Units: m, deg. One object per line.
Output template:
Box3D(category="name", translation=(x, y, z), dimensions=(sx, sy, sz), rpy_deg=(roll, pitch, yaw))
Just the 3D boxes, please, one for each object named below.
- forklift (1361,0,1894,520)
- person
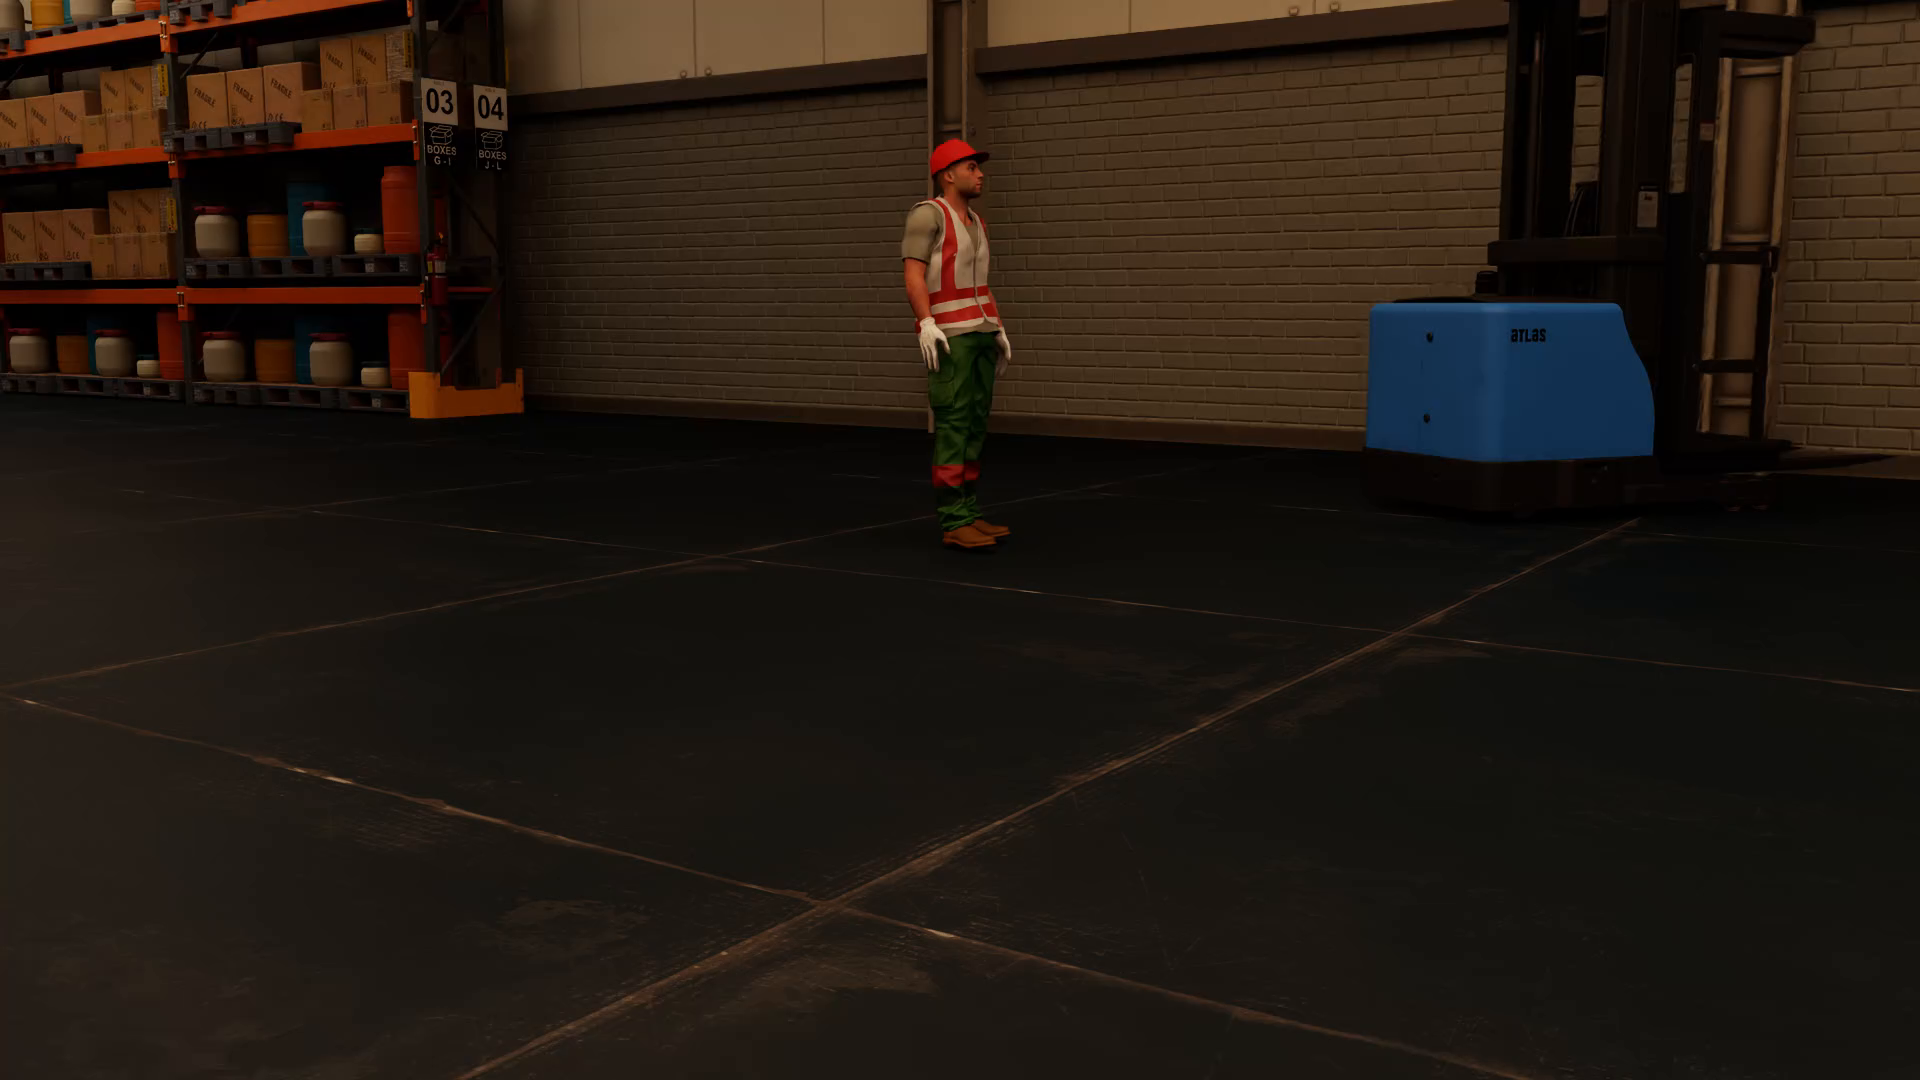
Box3D(category="forklift", translation=(3.717, -1.661, 8.872), dimensions=(3.031, 2.935, 1.130), rpy_deg=(-3, 9, -23))
Box3D(category="person", translation=(0.060, -0.885, 7.422), dimensions=(0.562, 1.790, 0.637), rpy_deg=(5, 10, 34))
